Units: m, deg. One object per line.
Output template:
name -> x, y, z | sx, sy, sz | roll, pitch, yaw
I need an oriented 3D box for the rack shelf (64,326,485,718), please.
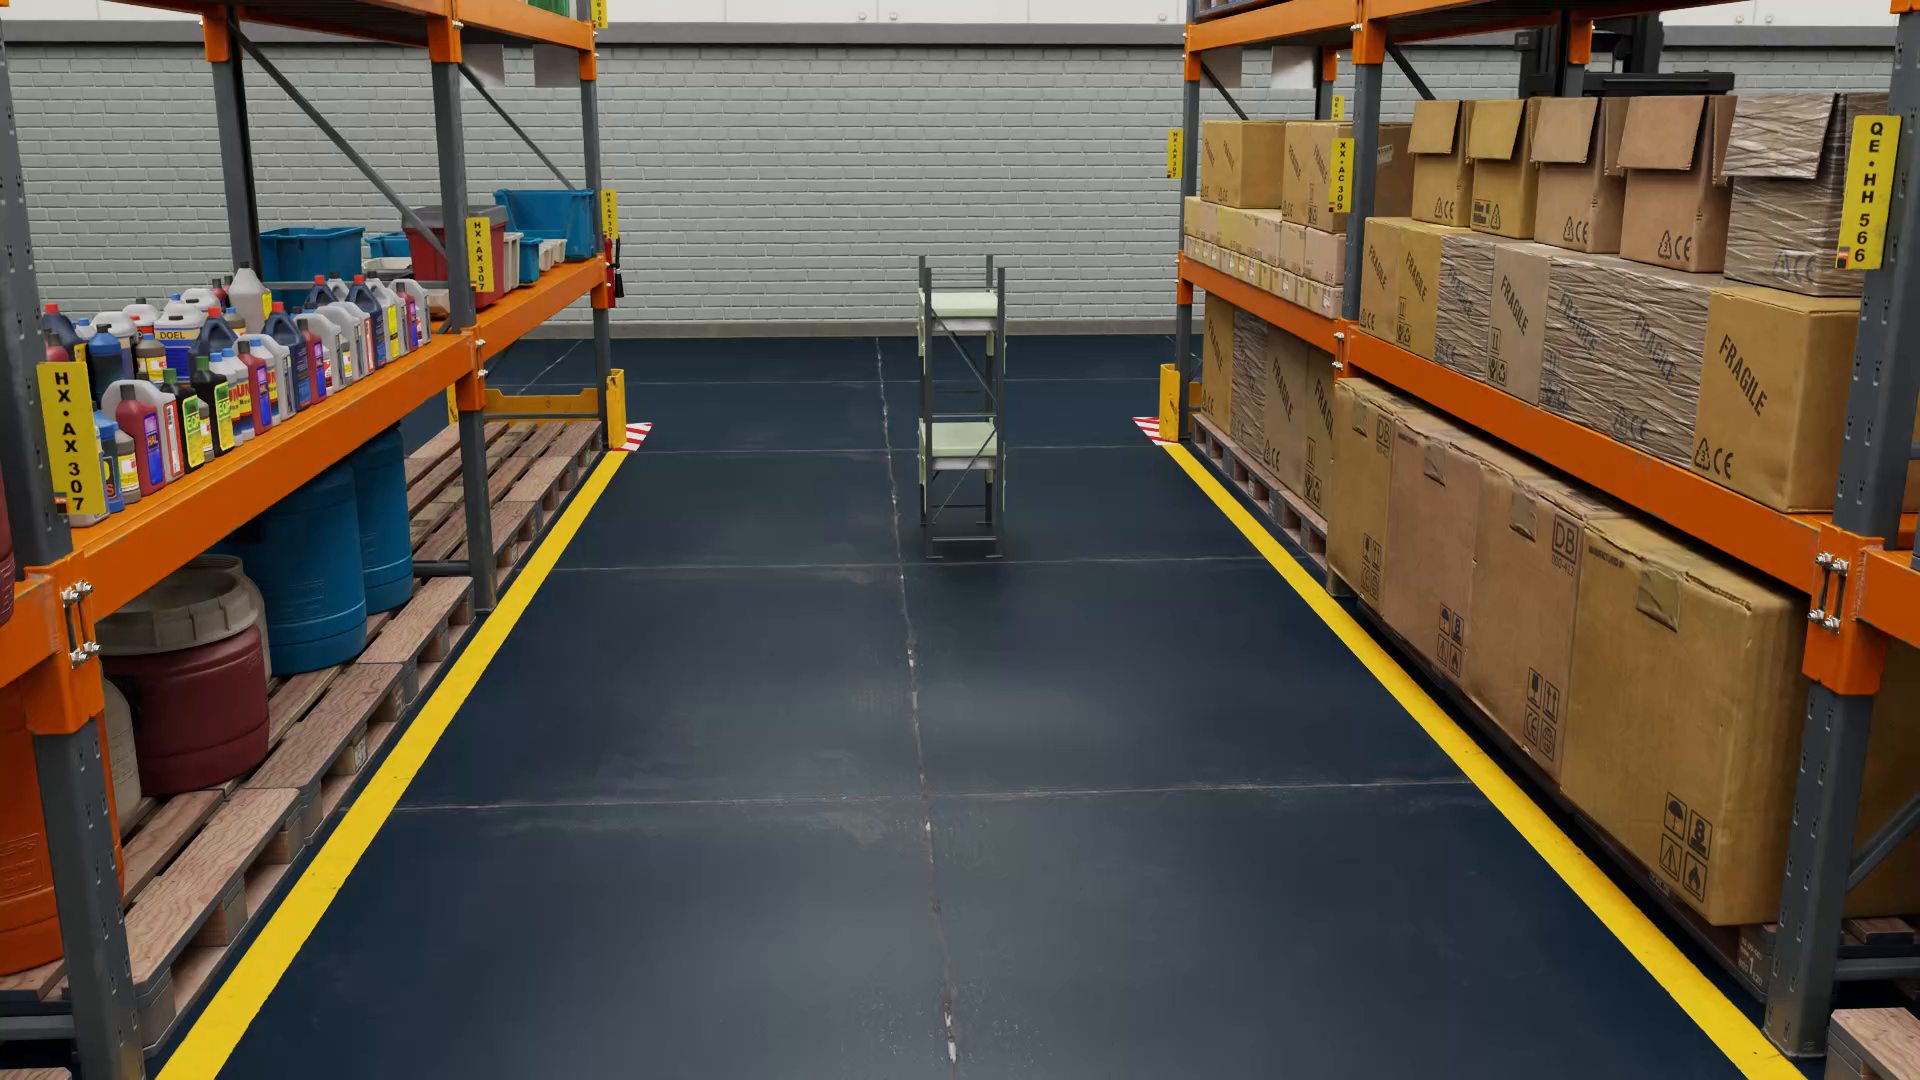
rack shelf -> -2.546, -0.273, 5.510 | 1.077, 0.370, 4.000 | -1, 14, -3

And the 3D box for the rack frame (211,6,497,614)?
rack frame -> -2.670, -1.118, 7.353 | 1.000, 3.000, 0.127 | -1, 14, -3

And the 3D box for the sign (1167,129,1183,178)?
sign -> 1.471, -2.640, 11.372 | 0.100, 0.325, 0.005 | -1, 14, -3

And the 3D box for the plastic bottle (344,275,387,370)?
plastic bottle -> -2.275, -0.825, 6.312 | 0.144, 0.351, 0.185 | -1, 14, -3

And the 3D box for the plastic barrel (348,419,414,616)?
plastic barrel -> -2.653, -0.170, 7.036 | 0.600, 0.901, 0.708 | -1, 14, -3

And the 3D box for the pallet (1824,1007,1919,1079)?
pallet -> 2.568, 1.345, 3.376 | 1.003, 0.211, 1.213 | -1, 14, -3

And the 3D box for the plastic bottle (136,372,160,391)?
plastic bottle -> -2.196, -0.317, 4.498 | 0.097, 0.271, 0.097 | 0, 14, 0

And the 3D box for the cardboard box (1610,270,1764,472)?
cardboard box -> 2.218, -0.491, 4.716 | 0.500, 0.500, 0.500 | -1, 14, -4

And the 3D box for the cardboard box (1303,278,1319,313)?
cardboard box -> 1.911, -1.208, 8.206 | 0.380, 0.149, 0.250 | -1, 14, -2

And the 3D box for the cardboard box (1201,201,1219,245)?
cardboard box -> 1.824, -2.008, 10.516 | 0.500, 0.250, 0.500 | -1, 14, -4

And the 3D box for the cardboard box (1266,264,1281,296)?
cardboard box -> 1.863, -1.400, 8.952 | 0.380, 0.149, 0.250 | -1, 14, -2

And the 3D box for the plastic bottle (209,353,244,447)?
plastic bottle -> -2.158, -0.409, 4.854 | 0.097, 0.271, 0.097 | 0, 14, 0

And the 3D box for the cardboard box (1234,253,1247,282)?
cardboard box -> 1.815, -1.592, 9.699 | 0.380, 0.149, 0.250 | -1, 14, -5

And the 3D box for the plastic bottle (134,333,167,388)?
plastic bottle -> -2.827, -0.620, 5.814 | 0.097, 0.201, 0.097 | 0, 14, 0

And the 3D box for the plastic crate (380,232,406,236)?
plastic crate -> -3.150, -1.667, 9.702 | 0.416, 0.233, 0.300 | -1, 14, -3

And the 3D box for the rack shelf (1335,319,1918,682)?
rack shelf -> 2.397, -0.349, 5.807 | 1.077, 0.370, 4.000 | -1, 14, -3

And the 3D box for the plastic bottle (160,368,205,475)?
plastic bottle -> -2.118, -0.329, 4.519 | 0.061, 0.283, 0.133 | -1, 14, -3

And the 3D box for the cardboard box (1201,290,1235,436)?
cardboard box -> 2.145, -1.206, 11.116 | 0.875, 0.875, 0.875 | -1, 14, -3

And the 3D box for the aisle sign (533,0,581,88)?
aisle sign -> -2.630, -3.395, 10.983 | 0.394, 0.787, 0.004 | -1, 14, -3

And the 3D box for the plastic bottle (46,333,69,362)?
plastic bottle -> -2.812, -0.494, 5.159 | 0.061, 0.283, 0.133 | -1, 14, -3

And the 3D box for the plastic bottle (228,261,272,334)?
plastic bottle -> -2.969, -0.992, 6.961 | 0.144, 0.351, 0.185 | -1, 14, -3

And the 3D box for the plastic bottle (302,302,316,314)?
plastic bottle -> -2.393, -0.740, 6.142 | 0.097, 0.271, 0.097 | 0, 14, 0

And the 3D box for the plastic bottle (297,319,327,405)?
plastic bottle -> -2.187, -0.605, 5.591 | 0.061, 0.283, 0.133 | -1, 14, -3

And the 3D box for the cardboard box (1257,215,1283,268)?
cardboard box -> 1.918, -1.628, 9.037 | 0.500, 0.250, 0.500 | -1, 14, -2

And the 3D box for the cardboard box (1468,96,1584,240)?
cardboard box -> 2.352, -1.400, 6.232 | 0.797, 0.503, 0.637 | -1, 14, -3

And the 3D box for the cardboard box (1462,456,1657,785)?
cardboard box -> 2.452, 0.232, 5.527 | 1.225, 0.875, 0.875 | -1, 14, -3

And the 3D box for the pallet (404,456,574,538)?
pallet -> -2.833, -0.254, 9.591 | 1.003, 0.211, 1.213 | -1, 14, -3

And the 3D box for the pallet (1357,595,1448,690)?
pallet -> 2.396, 0.346, 7.257 | 1.003, 0.211, 1.213 | -1, 14, -3

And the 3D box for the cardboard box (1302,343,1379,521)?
cardboard box -> 2.312, -0.535, 8.506 | 0.875, 0.875, 0.875 | -1, 14, -3

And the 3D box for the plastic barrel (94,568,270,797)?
plastic barrel -> -2.540, 0.439, 5.299 | 0.600, 0.588, 0.708 | -1, 14, -3

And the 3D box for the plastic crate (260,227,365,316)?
plastic crate -> -3.040, -1.251, 7.779 | 0.392, 0.384, 0.575 | -1, 14, -3

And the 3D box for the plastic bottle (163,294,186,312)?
plastic bottle -> -3.019, -0.815, 6.432 | 0.097, 0.271, 0.097 | 0, 14, 0

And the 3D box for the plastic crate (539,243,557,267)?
plastic crate -> -2.683, -1.742, 10.187 | 0.396, 0.136, 0.243 | -1, 14, -3

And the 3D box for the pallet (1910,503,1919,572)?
pallet -> 2.672, 0.068, 3.126 | 1.213, 0.211, 1.003 | -1, 14, -3

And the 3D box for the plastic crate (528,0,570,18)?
plastic crate -> -2.572, -3.222, 9.936 | 0.450, 0.188, 0.336 | -1, 14, -3

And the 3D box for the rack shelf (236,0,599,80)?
rack shelf -> -2.794, -2.720, 9.003 | 1.077, 0.370, 4.000 | -1, 14, -3

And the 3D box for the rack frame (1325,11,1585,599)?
rack frame -> 2.273, -1.195, 7.651 | 1.000, 3.000, 0.127 | -1, 14, -3

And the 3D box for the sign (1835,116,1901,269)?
sign -> 1.967, -0.751, 3.603 | 0.100, 0.325, 0.005 | -1, 14, -3

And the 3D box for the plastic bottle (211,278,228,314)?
plastic bottle -> -3.065, -0.931, 6.859 | 0.061, 0.283, 0.133 | -1, 14, -3

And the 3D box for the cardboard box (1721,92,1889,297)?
cardboard box -> 2.492, -0.916, 4.355 | 0.797, 0.503, 0.637 | 0, 14, -2

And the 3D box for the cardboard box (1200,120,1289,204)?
cardboard box -> 1.817, -2.376, 10.442 | 0.500, 0.500, 0.500 | -1, 14, -5

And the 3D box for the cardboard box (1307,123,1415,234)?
cardboard box -> 1.978, -1.740, 7.967 | 0.500, 0.500, 0.500 | 0, 14, -2

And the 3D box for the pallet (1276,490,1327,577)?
pallet -> 2.304, -0.035, 8.738 | 1.003, 0.211, 1.213 | -1, 14, -3

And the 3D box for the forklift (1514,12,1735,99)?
forklift -> 4.406, -2.099, 11.303 | 1.130, 2.935, 3.031 | -1, 14, -5

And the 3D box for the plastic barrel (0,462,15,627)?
plastic barrel -> -2.091, -0.079, 3.040 | 0.600, 0.536, 0.708 | -1, 14, -3

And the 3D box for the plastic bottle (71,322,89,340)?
plastic bottle -> -2.964, -0.594, 5.572 | 0.097, 0.271, 0.097 | 0, 14, 0

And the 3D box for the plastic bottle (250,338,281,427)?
plastic bottle -> -2.178, -0.490, 5.171 | 0.097, 0.271, 0.097 | 0, 14, 0

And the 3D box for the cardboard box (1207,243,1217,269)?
cardboard box -> 1.769, -1.782, 10.438 | 0.380, 0.149, 0.250 | -1, 14, -4

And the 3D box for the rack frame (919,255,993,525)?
rack frame -> -0.022, -0.816, 9.187 | 0.400, 1.500, 0.023 | -1, 14, -3

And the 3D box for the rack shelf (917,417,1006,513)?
rack shelf -> 0.000, -0.409, 8.914 | 0.431, 0.370, 0.720 | -1, 14, -3

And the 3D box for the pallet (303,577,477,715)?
pallet -> -2.664, 0.425, 6.953 | 1.003, 0.211, 1.213 | -1, 14, -3

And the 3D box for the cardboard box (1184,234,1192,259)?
cardboard box -> 1.718, -1.975, 11.185 | 0.380, 0.149, 0.250 | -1, 14, -3

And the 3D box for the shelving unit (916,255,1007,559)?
shelving unit -> 0.000, -0.725, 8.833 | 0.431, 1.500, 0.755 | -1, 14, -3

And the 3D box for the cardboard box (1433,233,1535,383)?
cardboard box -> 2.115, -0.876, 6.209 | 0.500, 0.500, 0.500 | -1, 14, -5

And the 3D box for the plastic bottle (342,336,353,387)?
plastic bottle -> -2.226, -0.651, 5.936 | 0.097, 0.201, 0.097 | 0, 14, 0

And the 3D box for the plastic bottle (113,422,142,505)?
plastic bottle -> -2.112, -0.193, 4.157 | 0.097, 0.201, 0.097 | 0, 14, 0

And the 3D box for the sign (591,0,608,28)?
sign -> -2.370, -3.528, 10.908 | 0.100, 0.325, 0.005 | -1, 14, -3

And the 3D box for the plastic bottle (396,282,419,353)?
plastic bottle -> -2.263, -0.912, 6.786 | 0.061, 0.283, 0.133 | -1, 14, -3

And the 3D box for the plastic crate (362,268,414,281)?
plastic crate -> -3.008, -1.288, 8.446 | 0.437, 0.125, 0.590 | -1, 14, -3

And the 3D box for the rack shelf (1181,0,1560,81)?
rack shelf -> 2.149, -2.797, 9.300 | 1.077, 0.370, 4.000 | -1, 14, -3
